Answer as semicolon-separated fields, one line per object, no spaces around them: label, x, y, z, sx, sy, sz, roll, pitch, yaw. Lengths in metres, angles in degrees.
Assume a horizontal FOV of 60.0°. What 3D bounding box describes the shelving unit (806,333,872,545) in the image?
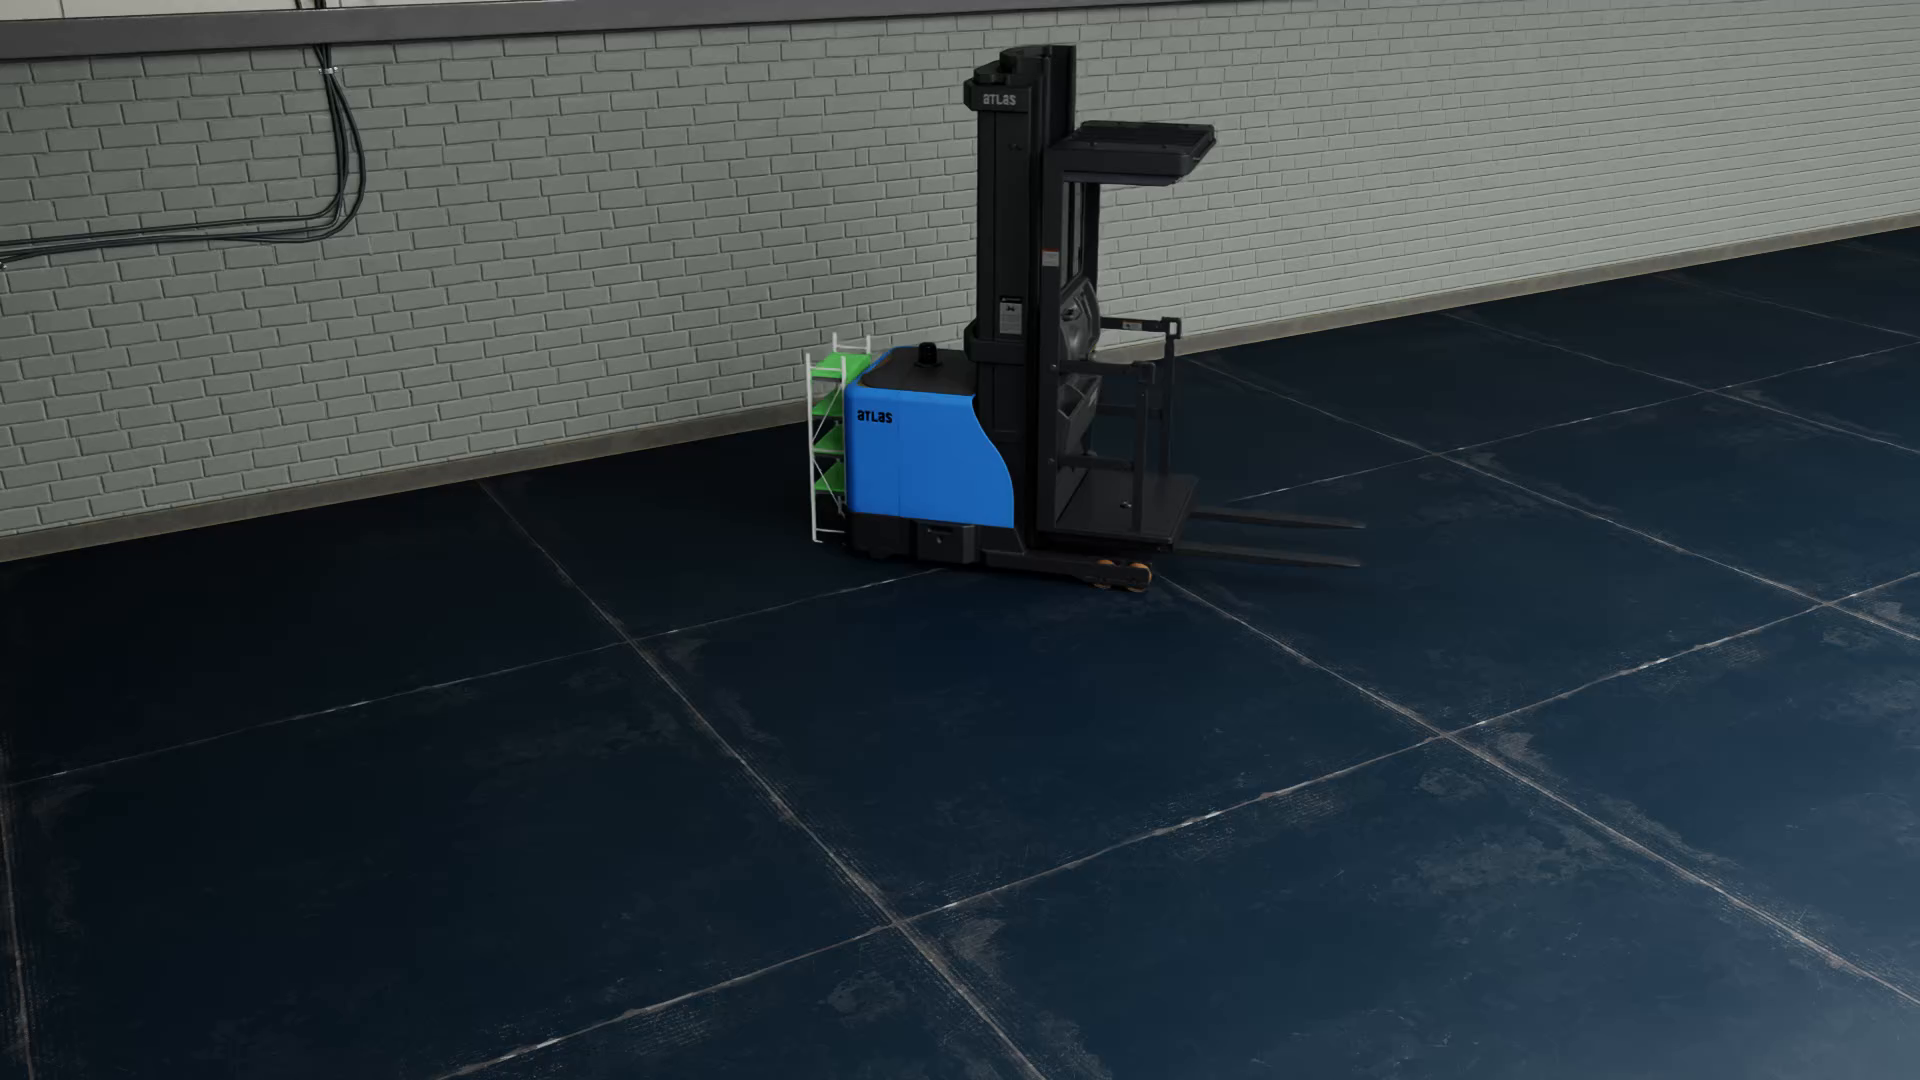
shelving unit;-0.732;-0.624;10.254;0.258;1.200;0.503;6;23;14

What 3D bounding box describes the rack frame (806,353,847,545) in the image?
rack frame;-0.794;-0.535;10.035;0.240;1.200;0.015;6;23;14

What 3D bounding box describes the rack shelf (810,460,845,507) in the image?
rack shelf;-0.732;-0.343;10.368;0.258;0.148;0.480;6;23;14

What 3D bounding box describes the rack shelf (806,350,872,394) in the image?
rack shelf;-0.732;-1.010;10.097;0.258;0.148;0.480;6;23;14

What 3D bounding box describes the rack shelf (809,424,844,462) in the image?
rack shelf;-0.732;-0.565;10.278;0.258;0.148;0.480;6;23;14

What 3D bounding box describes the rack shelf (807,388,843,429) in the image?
rack shelf;-0.732;-0.787;10.187;0.258;0.148;0.480;6;23;14

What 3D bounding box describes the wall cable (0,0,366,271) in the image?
wall cable;-5.001;-2.753;9.259;3.097;2.526;0.112;-13;25;-28

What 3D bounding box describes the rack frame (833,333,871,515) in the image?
rack frame;-0.669;-0.713;10.472;0.240;1.200;0.015;6;23;14

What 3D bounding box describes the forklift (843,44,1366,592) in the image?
forklift;0.881;-1.278;9.564;3.031;2.935;1.130;6;23;14
